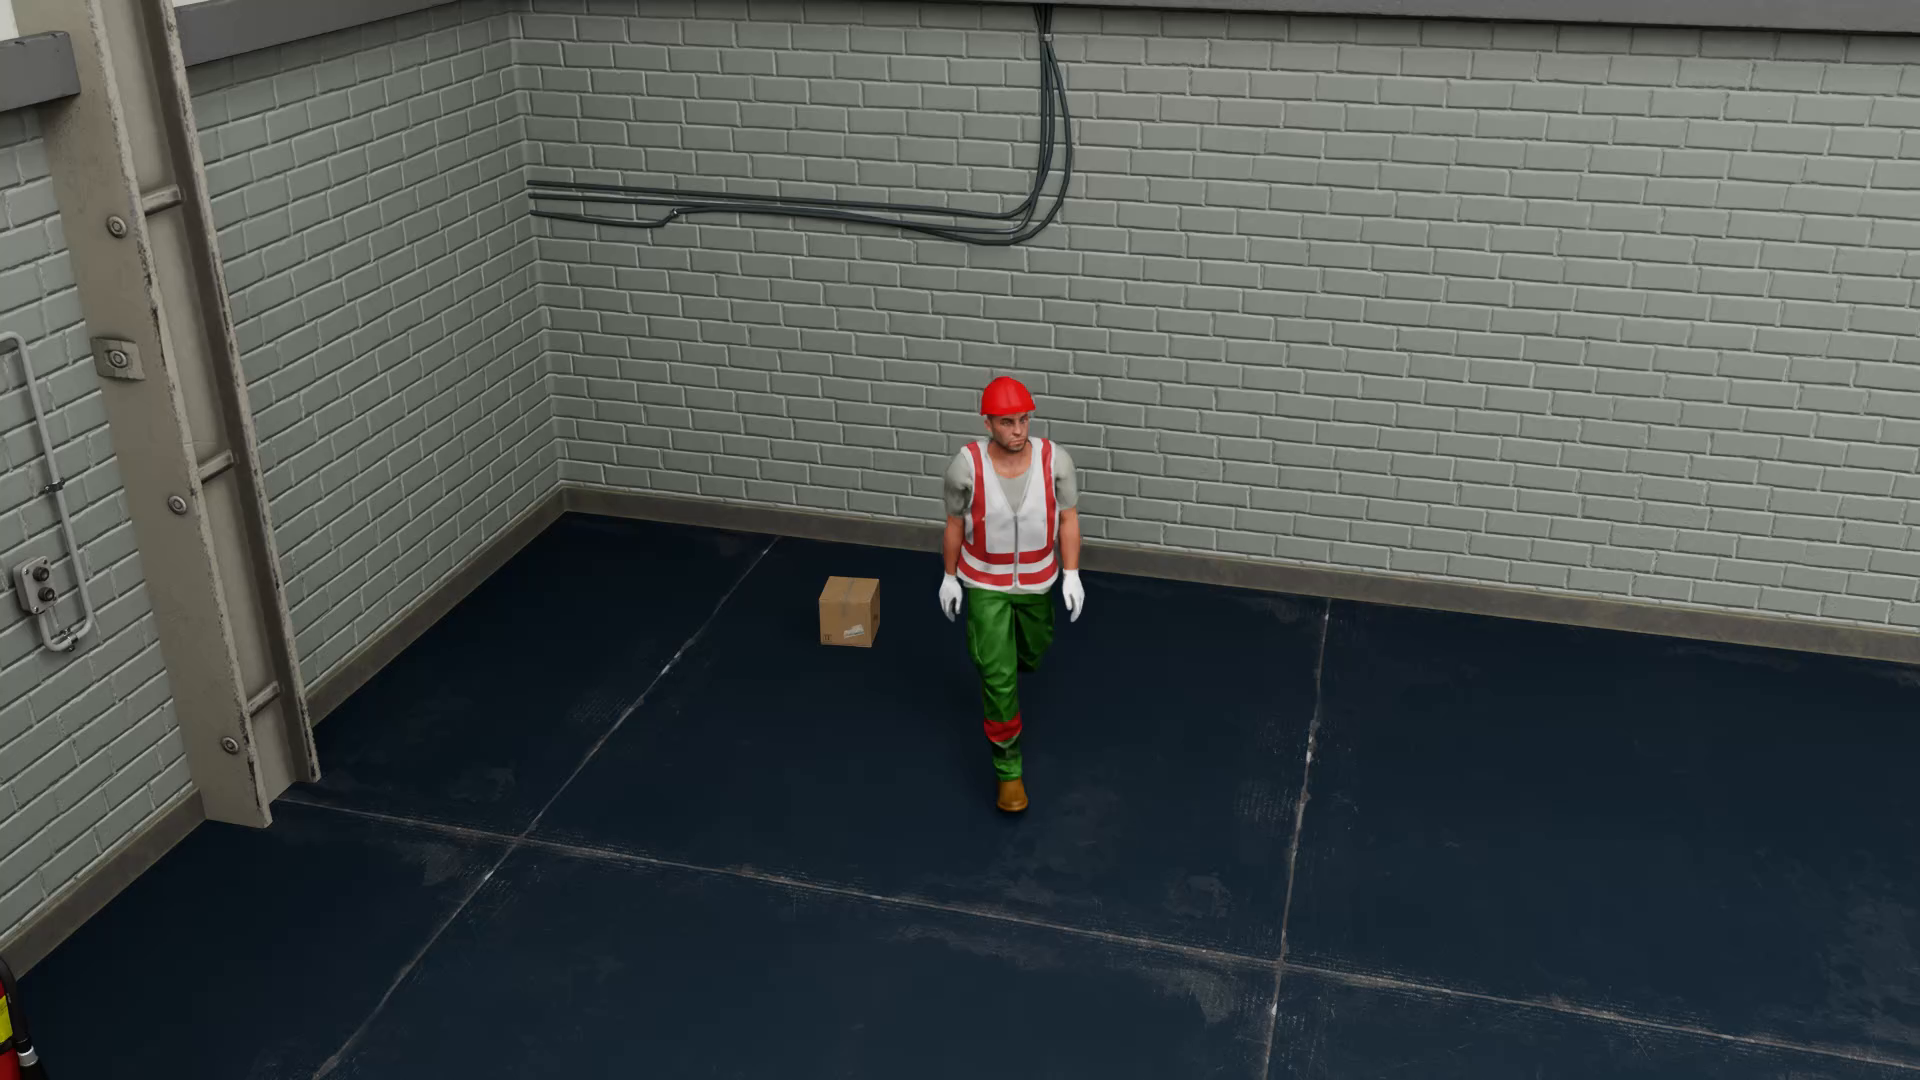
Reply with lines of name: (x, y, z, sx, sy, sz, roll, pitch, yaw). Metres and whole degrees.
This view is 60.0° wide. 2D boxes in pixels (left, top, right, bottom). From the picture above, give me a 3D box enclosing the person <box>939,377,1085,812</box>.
person: (0.200, 0.139, 6.783, 0.571, 1.758, 0.974, -5, 26, -11)
